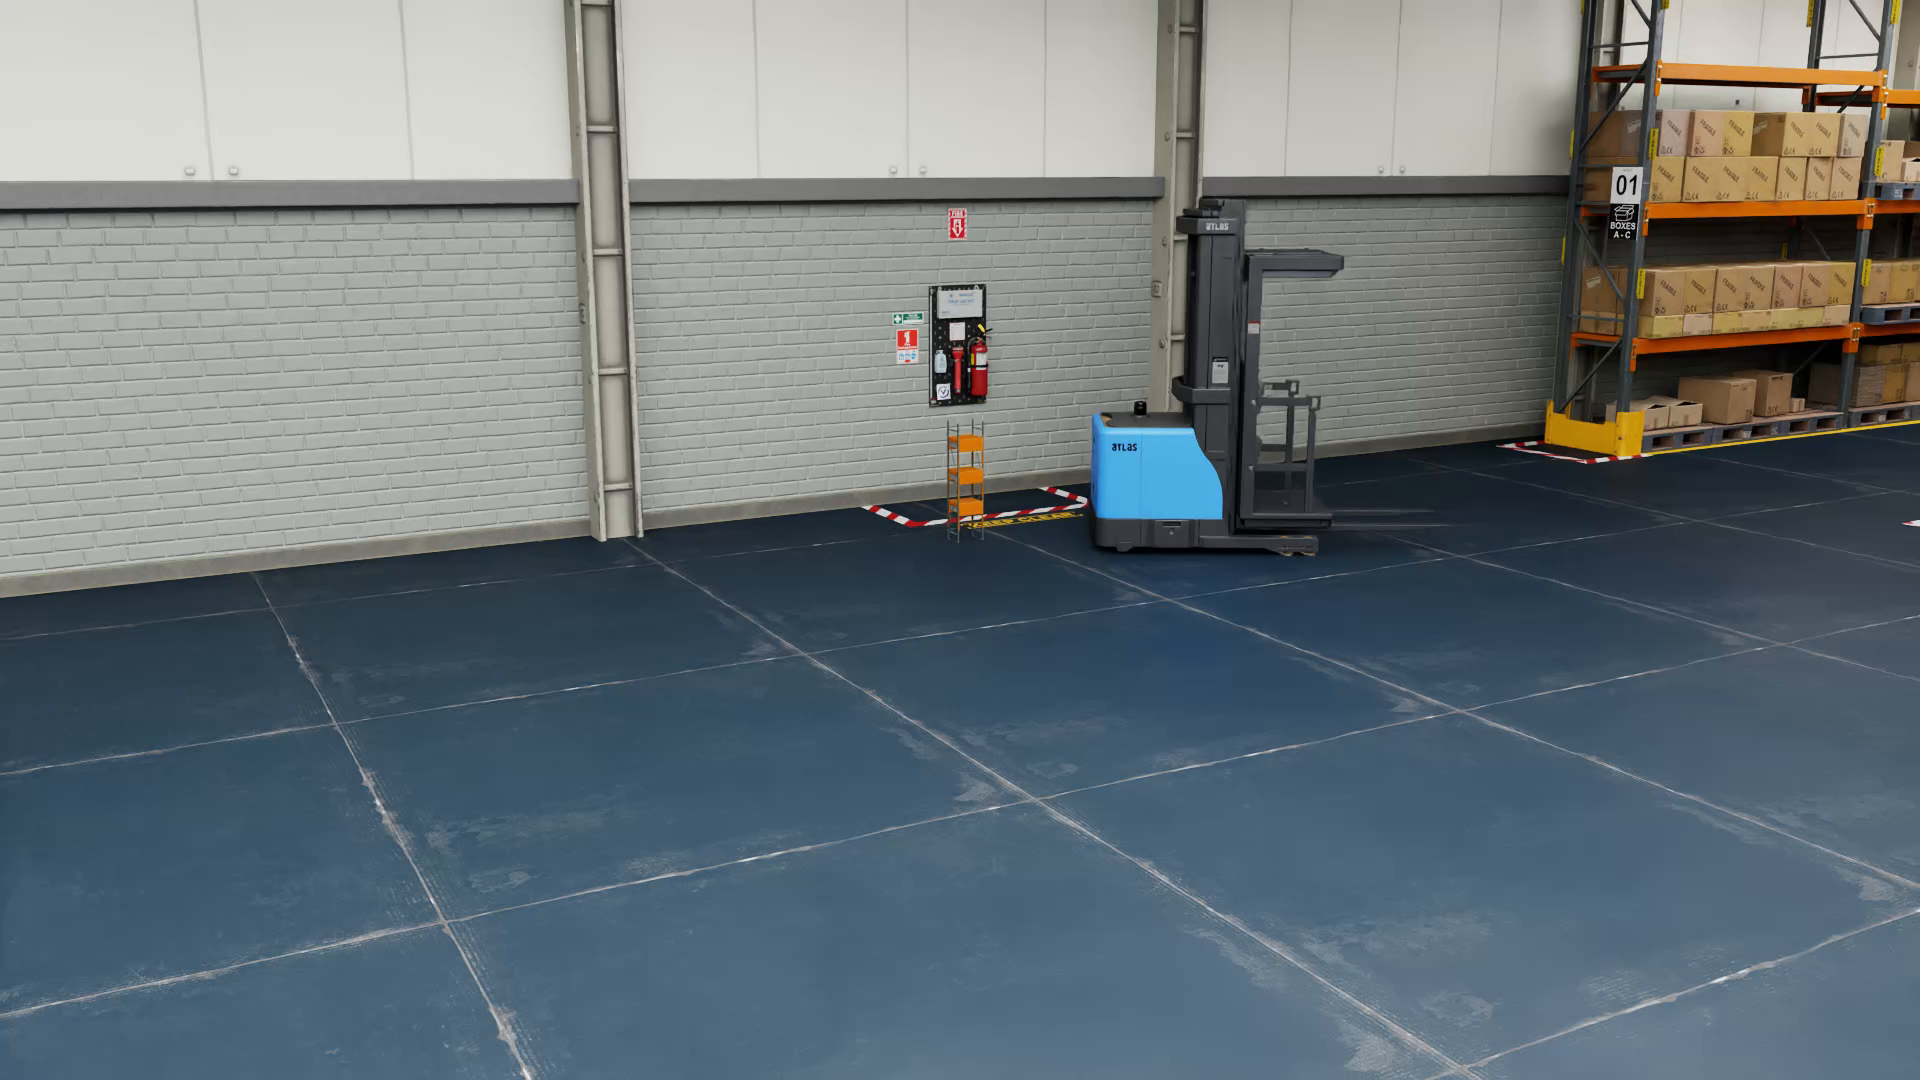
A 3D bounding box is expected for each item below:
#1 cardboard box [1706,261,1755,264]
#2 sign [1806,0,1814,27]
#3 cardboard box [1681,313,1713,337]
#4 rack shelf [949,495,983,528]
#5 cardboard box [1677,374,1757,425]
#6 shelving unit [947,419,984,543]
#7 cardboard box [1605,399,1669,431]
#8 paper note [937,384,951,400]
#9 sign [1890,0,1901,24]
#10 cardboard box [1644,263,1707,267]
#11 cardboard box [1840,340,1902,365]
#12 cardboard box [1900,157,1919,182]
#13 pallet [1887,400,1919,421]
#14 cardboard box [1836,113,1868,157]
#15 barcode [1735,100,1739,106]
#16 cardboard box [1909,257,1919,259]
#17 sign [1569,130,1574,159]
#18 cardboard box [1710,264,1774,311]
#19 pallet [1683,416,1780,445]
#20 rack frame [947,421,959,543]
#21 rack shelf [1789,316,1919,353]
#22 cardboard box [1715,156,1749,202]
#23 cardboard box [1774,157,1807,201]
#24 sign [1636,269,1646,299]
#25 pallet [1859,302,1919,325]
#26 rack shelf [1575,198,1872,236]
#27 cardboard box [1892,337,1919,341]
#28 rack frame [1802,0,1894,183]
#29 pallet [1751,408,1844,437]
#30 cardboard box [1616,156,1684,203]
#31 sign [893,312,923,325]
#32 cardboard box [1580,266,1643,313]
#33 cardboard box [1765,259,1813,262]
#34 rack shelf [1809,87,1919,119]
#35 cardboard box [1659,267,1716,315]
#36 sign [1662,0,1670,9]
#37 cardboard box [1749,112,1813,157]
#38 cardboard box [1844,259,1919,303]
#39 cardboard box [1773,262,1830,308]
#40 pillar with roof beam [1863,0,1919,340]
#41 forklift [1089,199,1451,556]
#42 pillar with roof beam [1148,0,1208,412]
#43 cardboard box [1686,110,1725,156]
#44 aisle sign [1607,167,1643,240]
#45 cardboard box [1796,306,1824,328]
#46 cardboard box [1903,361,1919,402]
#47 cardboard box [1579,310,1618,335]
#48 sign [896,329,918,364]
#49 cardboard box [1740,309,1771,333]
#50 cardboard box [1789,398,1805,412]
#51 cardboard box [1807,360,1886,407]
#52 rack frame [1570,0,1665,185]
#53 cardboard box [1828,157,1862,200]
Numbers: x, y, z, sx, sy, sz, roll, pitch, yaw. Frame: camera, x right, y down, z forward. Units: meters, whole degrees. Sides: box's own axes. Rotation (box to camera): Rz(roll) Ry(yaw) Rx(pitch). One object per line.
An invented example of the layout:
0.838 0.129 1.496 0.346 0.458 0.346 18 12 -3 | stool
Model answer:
9.386 -3.133 20.287 0.500 0.500 0.500 -6 14 -26 | cardboard box
10.524 -6.511 20.556 0.005 0.325 0.100 -7 14 -28 | sign
8.313 -2.508 19.218 0.500 0.250 0.500 -7 15 -30 | cardboard box
0.047 -0.236 14.582 0.240 0.259 0.215 -7 14 -28 | rack shelf
9.103 -1.702 20.032 0.500 0.500 0.700 -8 15 -31 | cardboard box
0.047 -0.518 14.519 0.252 1.050 0.215 -7 14 -28 | shelving unit
7.934 -1.482 19.486 0.500 0.311 0.500 -9 15 -34 | cardboard box
-0.158 -1.445 16.206 0.142 0.148 0.016 -7 14 -28 | paper note
11.039 -6.259 19.619 0.005 0.325 0.100 -7 14 -28 | sign
8.494 -3.023 19.799 0.500 0.500 0.500 -7 15 -29 | cardboard box
11.818 -2.433 21.573 0.500 0.250 0.500 -7 15 -29 | cardboard box
11.854 -4.676 20.972 0.500 0.311 0.500 -6 14 -26 | cardboard box
12.550 -1.796 22.108 1.213 0.211 1.003 -7 14 -28 | pallet
10.485 -4.850 19.944 0.500 0.500 0.500 -8 15 -33 | cardboard box
9.369 -5.272 20.043 0.075 0.075 0.001 -7 14 -28 | barcode
12.815 -3.442 21.843 0.500 0.500 0.700 -7 14 -28 | cardboard box
7.036 -4.528 19.051 0.005 0.325 0.100 -7 14 -28 | sign
9.190 -2.979 19.600 0.500 0.500 0.500 -6 14 -26 | cardboard box
9.150 -1.378 20.250 1.213 0.211 1.003 -7 14 -28 | pallet
-0.060 -0.505 14.462 0.008 1.050 0.200 -7 14 -28 | rack frame
12.550 -2.804 21.876 4.000 0.370 1.077 -7 14 -28 | rack shelf
8.640 -4.138 19.059 0.500 0.500 0.500 -6 14 -25 | cardboard box
9.552 -4.250 19.555 0.500 0.500 0.500 -7 15 -30 | cardboard box
7.544 -2.842 18.433 0.005 0.325 0.100 -7 14 -28 | sign
11.535 -2.904 21.116 1.213 0.211 1.003 -7 14 -28 | pallet
9.039 -3.847 19.677 4.000 0.370 1.077 -7 14 -28 | rack shelf
12.719 -2.538 22.037 0.500 0.250 0.500 -7 14 -28 | cardboard box
10.795 -5.872 20.204 0.127 3.000 1.000 -7 14 -28 | rack frame
10.222 -1.507 20.824 1.213 0.211 1.003 -7 14 -28 | pallet
7.697 -4.033 18.592 0.500 0.500 0.500 -6 14 -26 | cardboard box
-0.496 -2.117 15.896 0.331 0.109 0.001 -7 14 -28 | sign
7.596 -2.917 19.327 0.500 0.500 0.500 -7 14 -28 | cardboard box
10.282 -3.238 20.754 0.500 0.500 0.500 -7 15 -29 | cardboard box
12.550 -5.536 21.262 4.000 0.370 1.077 -7 14 -28 | rack shelf
8.286 -2.869 19.113 0.500 0.500 0.500 -7 14 -28 | cardboard box
7.544 -5.841 17.758 0.005 0.325 0.100 -7 14 -28 | sign
9.556 -4.733 19.425 0.500 0.500 0.500 -7 15 -30 | cardboard box
11.752 -3.313 21.267 0.500 0.500 0.700 -5 14 -22 | cardboard box
10.093 -3.084 20.070 0.500 0.500 0.500 -7 14 -28 | cardboard box
14.813 -5.493 18.520 0.400 9.000 9.100 -7 14 -28 | pillar with roof beam
2.666 -1.413 14.211 3.031 2.935 1.130 0 13 1 | forklift
4.280 -4.230 12.911 0.400 9.000 9.100 -7 14 -28 | pillar with roof beam
8.203 -4.570 18.704 0.500 0.500 0.500 -7 14 -29 | cardboard box
7.365 -3.727 18.417 0.004 0.787 0.394 -7 14 -28 | aisle sign
10.083 -2.722 20.170 0.500 0.250 0.500 -7 14 -28 | cardboard box
12.330 -2.131 21.935 0.500 0.500 0.700 -7 14 -27 | cardboard box
7.601 -2.547 19.391 0.500 0.250 0.500 -7 14 -27 | cardboard box
-0.505 -1.860 15.959 0.234 0.329 0.001 -7 14 -28 | sign
9.208 -2.613 19.685 0.500 0.250 0.500 -7 14 -27 | cardboard box
10.340 -1.715 20.849 0.250 0.166 0.380 -9 16 -35 | cardboard box
11.433 -2.021 21.447 0.500 0.500 0.700 -6 14 -26 | cardboard box
7.284 -5.451 18.334 0.127 3.000 1.000 -7 14 -28 | rack frame
10.468 -4.366 20.071 0.500 0.500 0.500 -6 14 -26 | cardboard box
